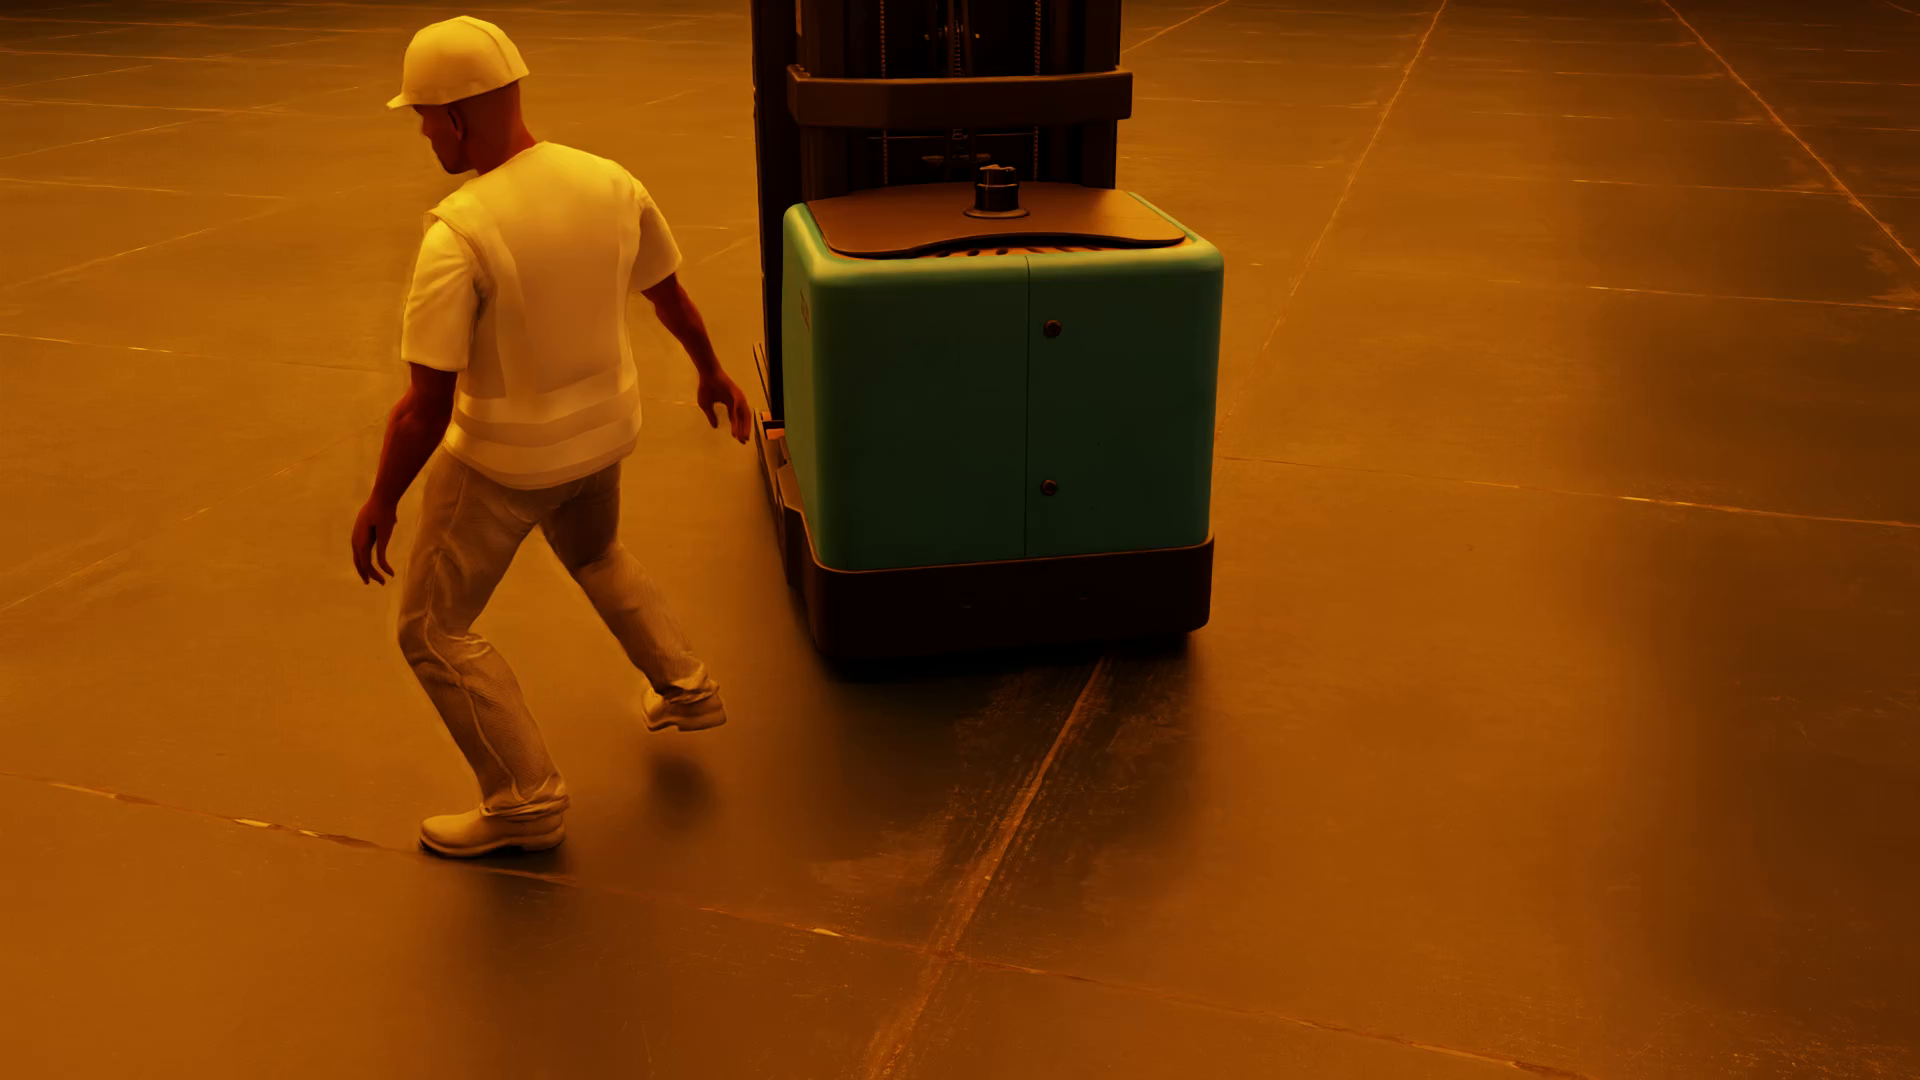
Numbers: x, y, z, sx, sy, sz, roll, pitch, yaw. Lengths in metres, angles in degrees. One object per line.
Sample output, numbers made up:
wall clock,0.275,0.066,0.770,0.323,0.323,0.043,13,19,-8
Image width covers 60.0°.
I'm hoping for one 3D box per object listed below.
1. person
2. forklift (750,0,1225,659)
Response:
person,-0.854,-0.237,3.506,0.493,1.678,0.945,16,28,35
forklift,-0.112,-1.584,5.116,1.130,2.935,3.031,-4,23,-10
